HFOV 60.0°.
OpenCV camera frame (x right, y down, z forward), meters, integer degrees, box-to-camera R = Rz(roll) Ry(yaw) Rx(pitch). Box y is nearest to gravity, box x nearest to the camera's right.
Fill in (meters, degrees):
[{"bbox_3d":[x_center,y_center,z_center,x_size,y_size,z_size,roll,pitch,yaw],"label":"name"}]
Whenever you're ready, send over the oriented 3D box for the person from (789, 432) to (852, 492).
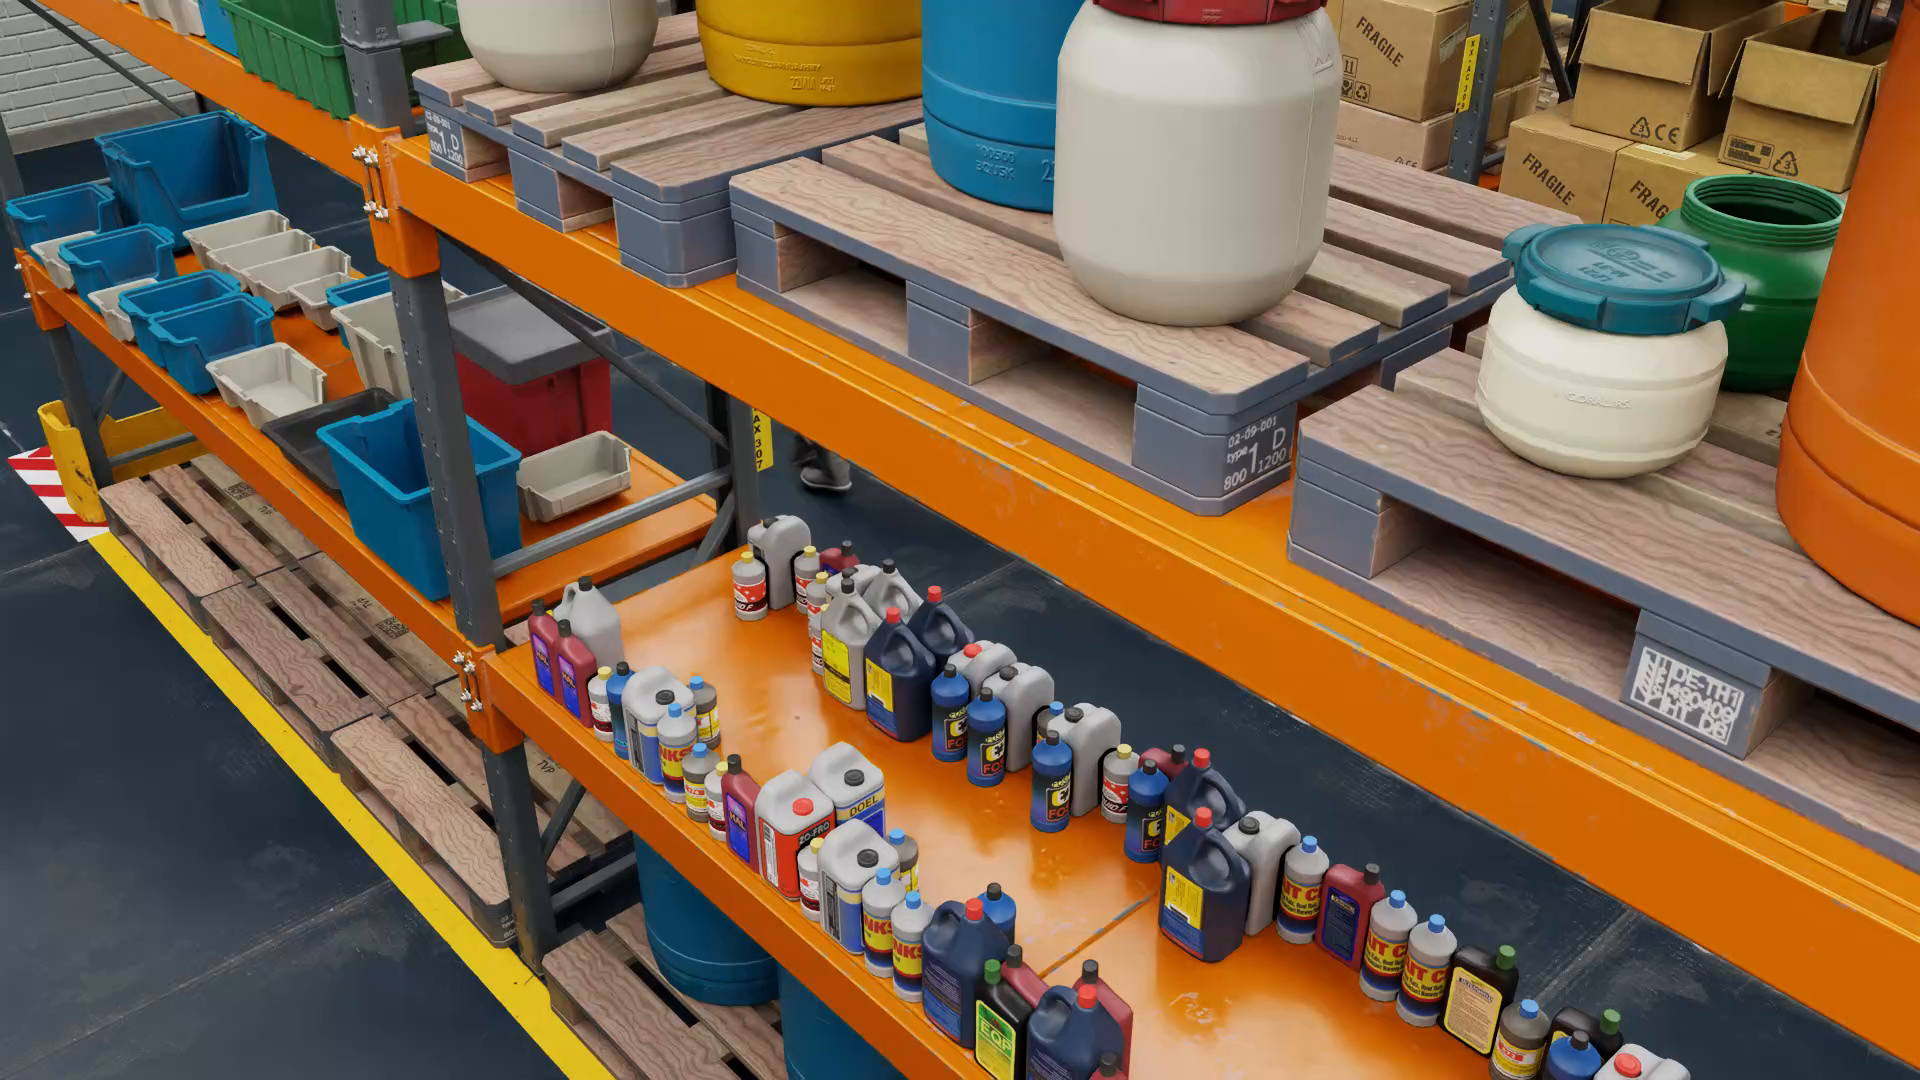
[{"bbox_3d":[-0.719,-0.998,7.737,0.516,1.754,0.483,18,36,27],"label":"person"}]
